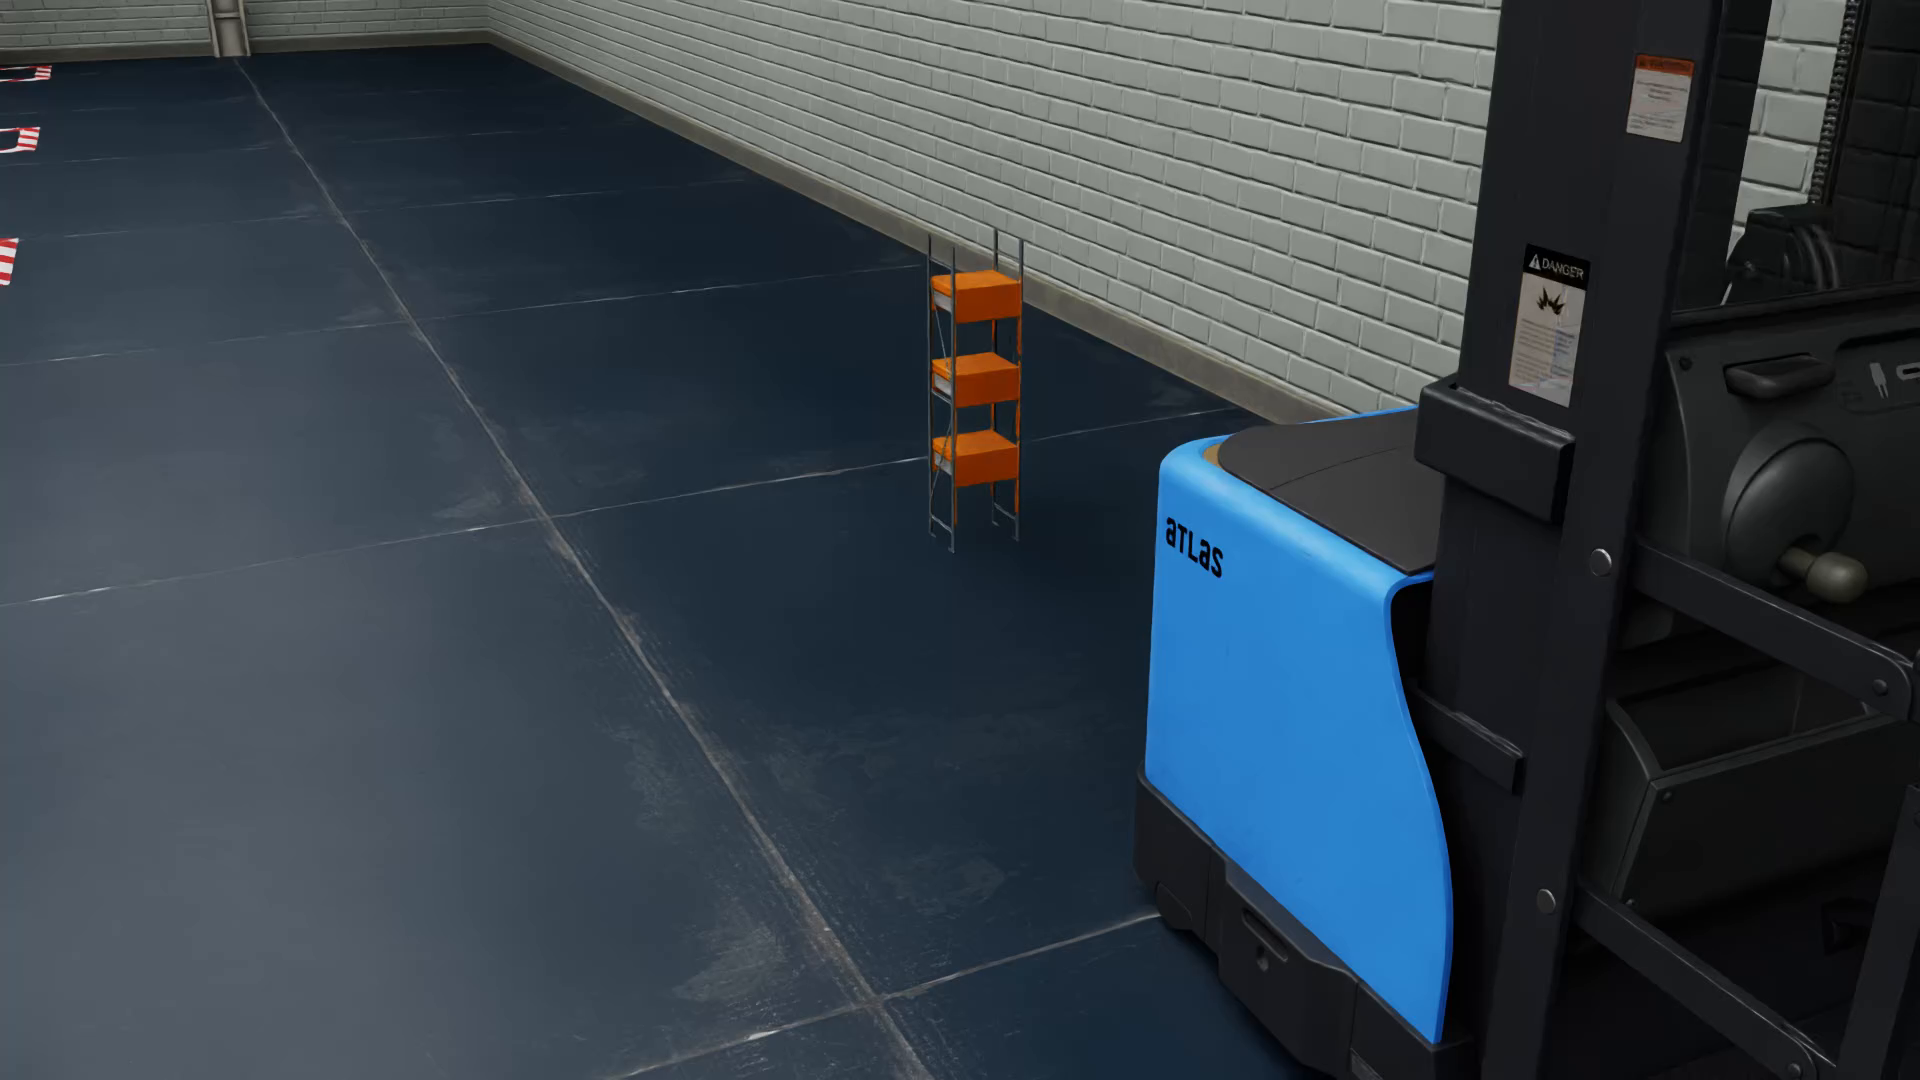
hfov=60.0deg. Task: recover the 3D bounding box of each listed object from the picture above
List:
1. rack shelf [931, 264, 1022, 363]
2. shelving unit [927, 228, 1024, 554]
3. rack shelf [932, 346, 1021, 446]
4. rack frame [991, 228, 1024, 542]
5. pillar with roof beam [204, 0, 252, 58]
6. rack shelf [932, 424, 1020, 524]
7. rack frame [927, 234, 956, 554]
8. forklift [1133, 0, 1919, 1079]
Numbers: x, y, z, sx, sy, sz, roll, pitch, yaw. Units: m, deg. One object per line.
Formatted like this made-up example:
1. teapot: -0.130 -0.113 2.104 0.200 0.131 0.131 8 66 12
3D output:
1. rack shelf: 0.048 -0.746 5.466 0.240 0.259 0.215 -10 25 -24
2. shelving unit: 0.048 -0.494 5.571 0.252 1.050 0.215 -10 25 -24
3. rack shelf: 0.048 -0.484 5.575 0.240 0.259 0.215 -10 25 -24
4. rack frame: 0.158 -0.514 5.620 0.008 1.050 0.200 -10 25 -24
5. pillar with roof beam: -6.628 -8.332 14.113 0.400 9.000 9.100 -10 25 -24
6. rack shelf: 0.048 -0.227 5.681 0.240 0.259 0.215 -10 25 -24
7. rack frame: -0.062 -0.474 5.522 0.008 1.050 0.200 -10 25 -24
8. forklift: 1.463 -0.125 2.220 1.130 2.935 3.031 -10 24 -23
